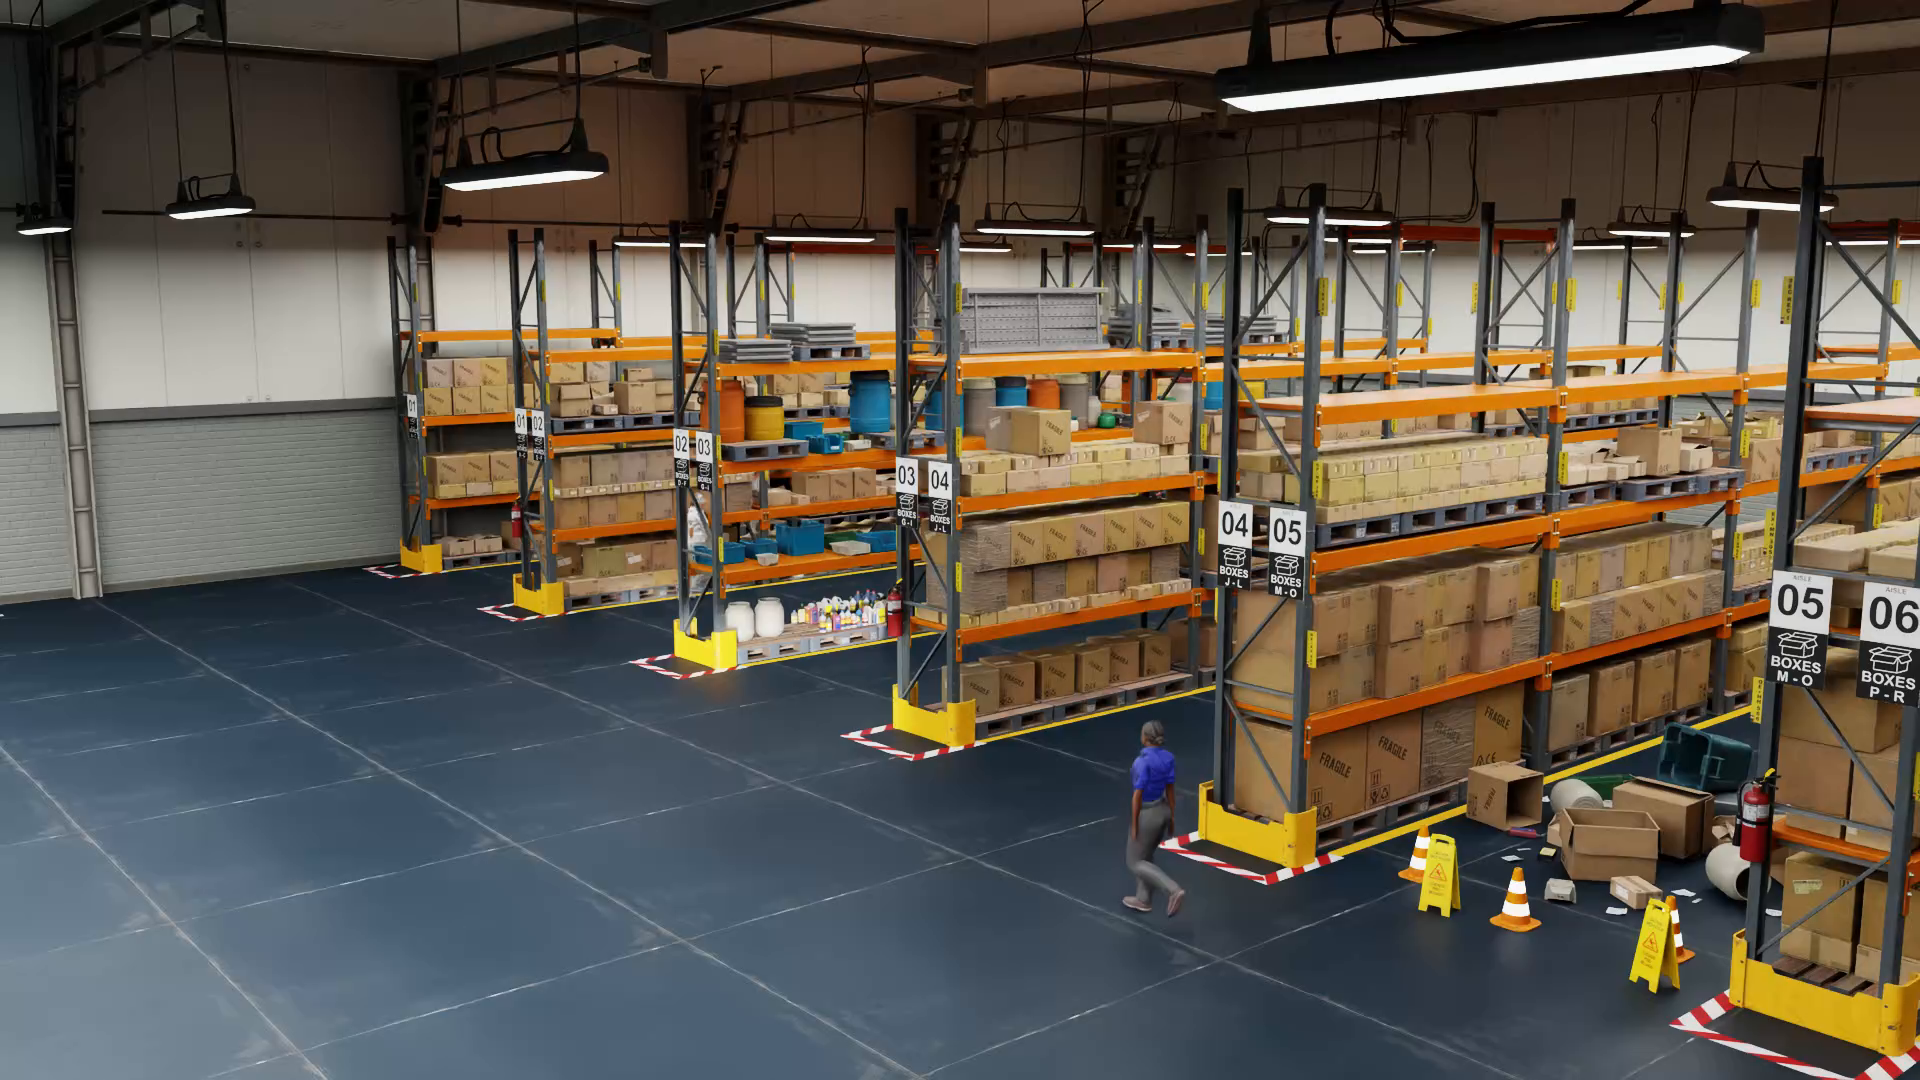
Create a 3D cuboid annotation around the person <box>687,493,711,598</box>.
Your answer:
[{"bbox_3d":[-4.197,0.098,26.502,0.465,1.733,0.493,-1,9,-7],"label":"person"}]

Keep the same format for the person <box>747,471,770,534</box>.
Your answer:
[{"bbox_3d":[-4.074,-0.711,32.462,0.469,1.731,1.007,8,12,42],"label":"person"}]

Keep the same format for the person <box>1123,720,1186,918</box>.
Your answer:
[{"bbox_3d":[1.581,2.280,13.560,0.664,1.645,0.439,5,10,31],"label":"person"}]
